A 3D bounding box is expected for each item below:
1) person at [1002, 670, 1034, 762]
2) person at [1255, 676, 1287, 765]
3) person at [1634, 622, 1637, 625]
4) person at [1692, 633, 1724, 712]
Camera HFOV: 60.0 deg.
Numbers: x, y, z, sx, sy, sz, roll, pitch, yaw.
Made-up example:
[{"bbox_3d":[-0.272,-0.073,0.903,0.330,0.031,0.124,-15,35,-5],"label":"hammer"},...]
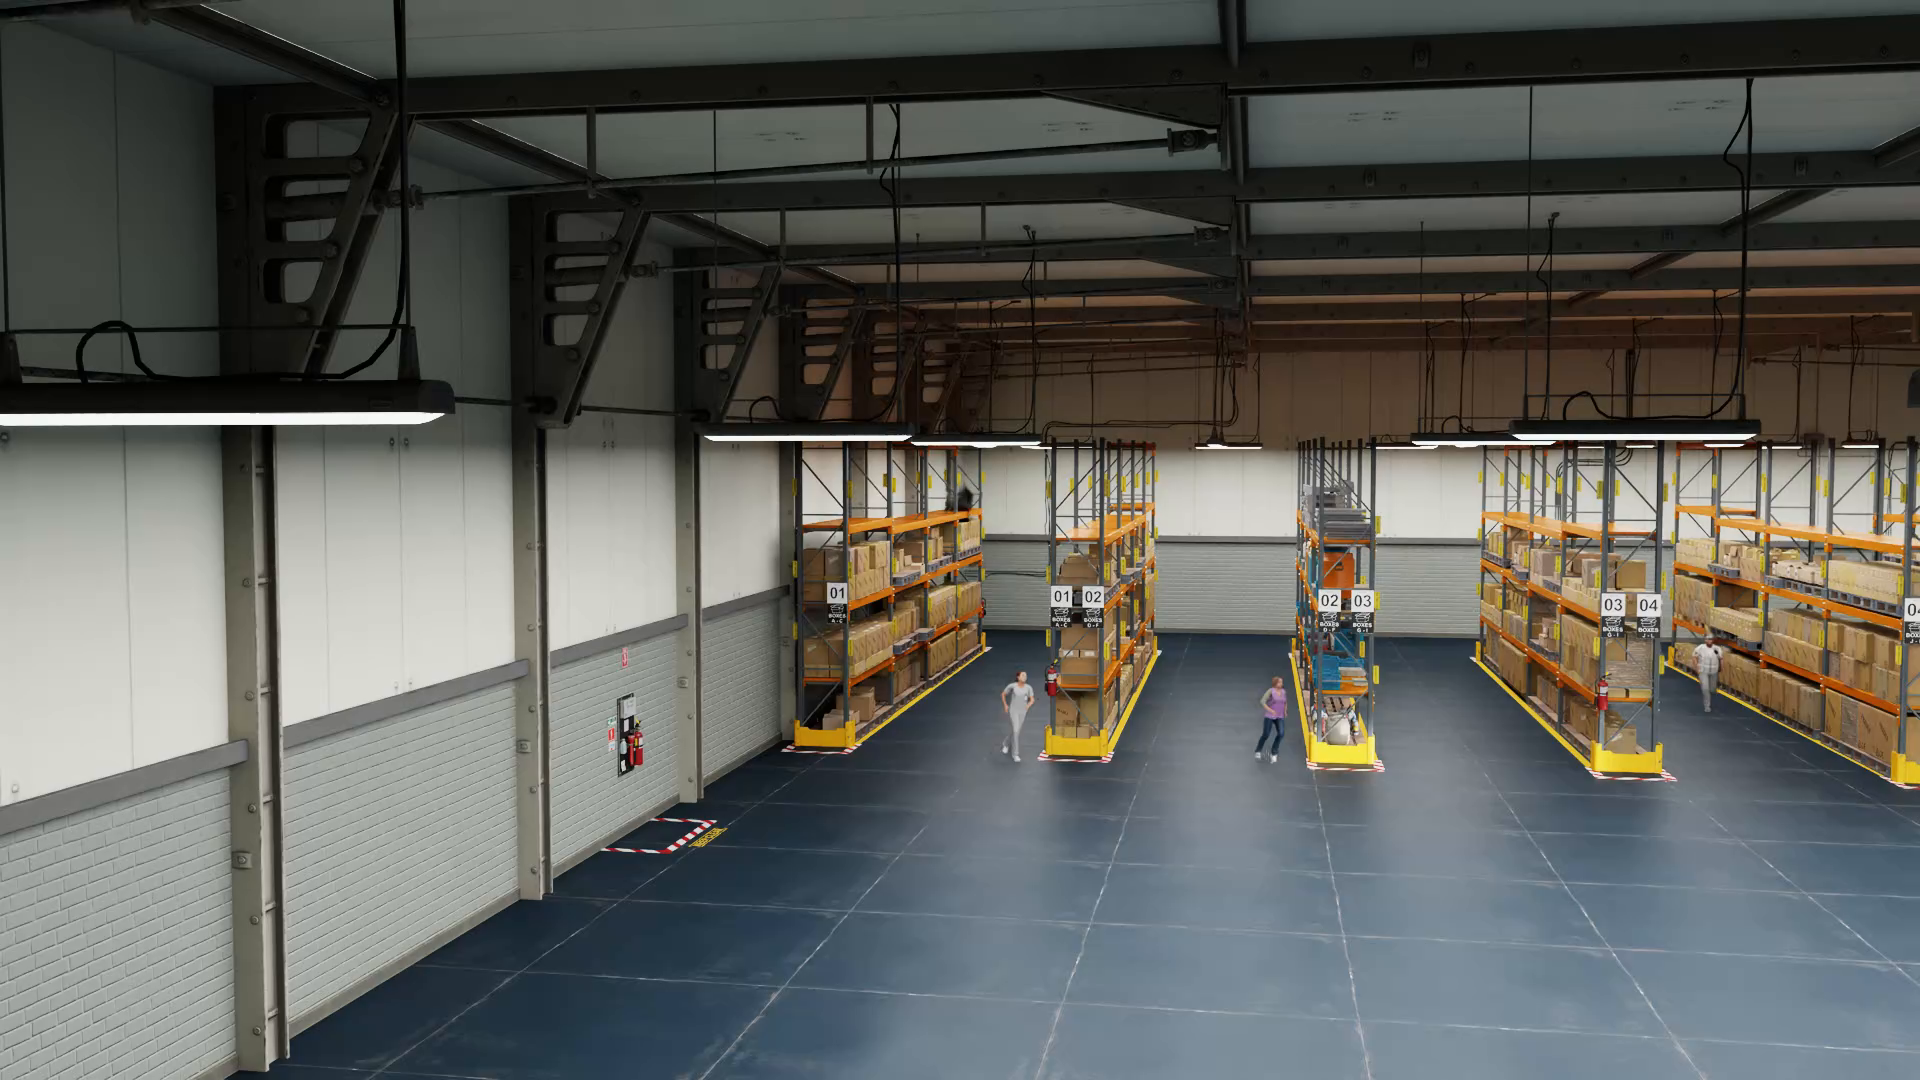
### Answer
[{"bbox_3d":[1.090,3.261,31.114,0.584,1.659,0.820,-1,3,-21],"label":"person"},{"bbox_3d":[5.811,3.312,30.756,0.610,1.602,0.629,-1,3,-14],"label":"person"},{"bbox_3d":[18.799,2.459,45.665,0.903,1.701,0.719,-1,3,-21],"label":"person"},{"bbox_3d":[16.600,2.910,36.937,0.646,1.743,0.770,1,3,12],"label":"person"}]
